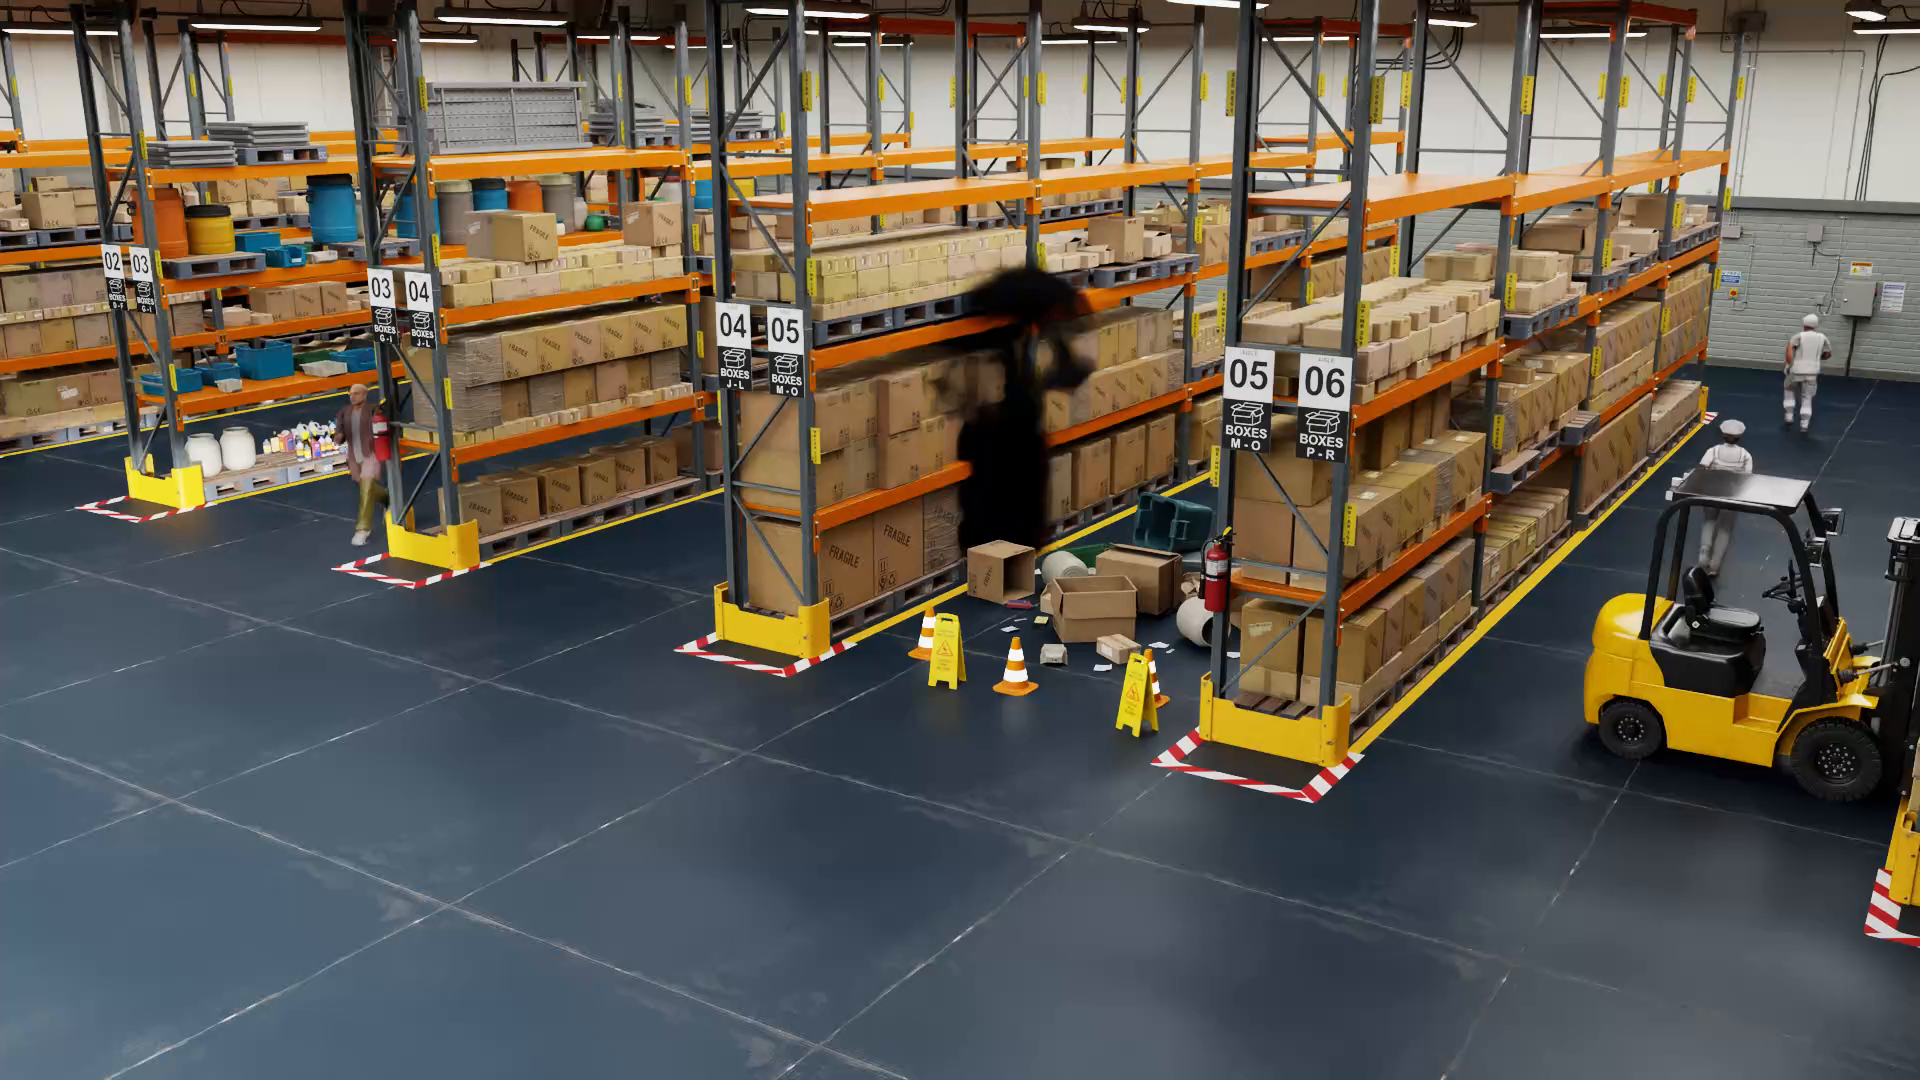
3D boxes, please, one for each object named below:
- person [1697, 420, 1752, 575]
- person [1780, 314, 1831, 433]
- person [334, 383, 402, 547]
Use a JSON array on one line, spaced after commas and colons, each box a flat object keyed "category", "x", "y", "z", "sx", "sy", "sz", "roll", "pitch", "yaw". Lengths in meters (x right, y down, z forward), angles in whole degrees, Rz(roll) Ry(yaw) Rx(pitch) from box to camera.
[{"category": "person", "x": 8.163, "y": -0.474, "z": 17.833, "sx": 0.551, "sy": 1.648, "sz": 0.663, "roll": 8, "pitch": 17, "yaw": 26}, {"category": "person", "x": 12.574, "y": -2.453, "z": 24.770, "sx": 0.669, "sy": 1.806, "sz": 0.818, "roll": 4, "pitch": 16, "yaw": 15}, {"category": "person", "x": -6.842, "y": -0.923, "z": 19.240, "sx": 0.710, "sy": 1.814, "sz": 1.046, "roll": 4, "pitch": 16, "yaw": 15}]
